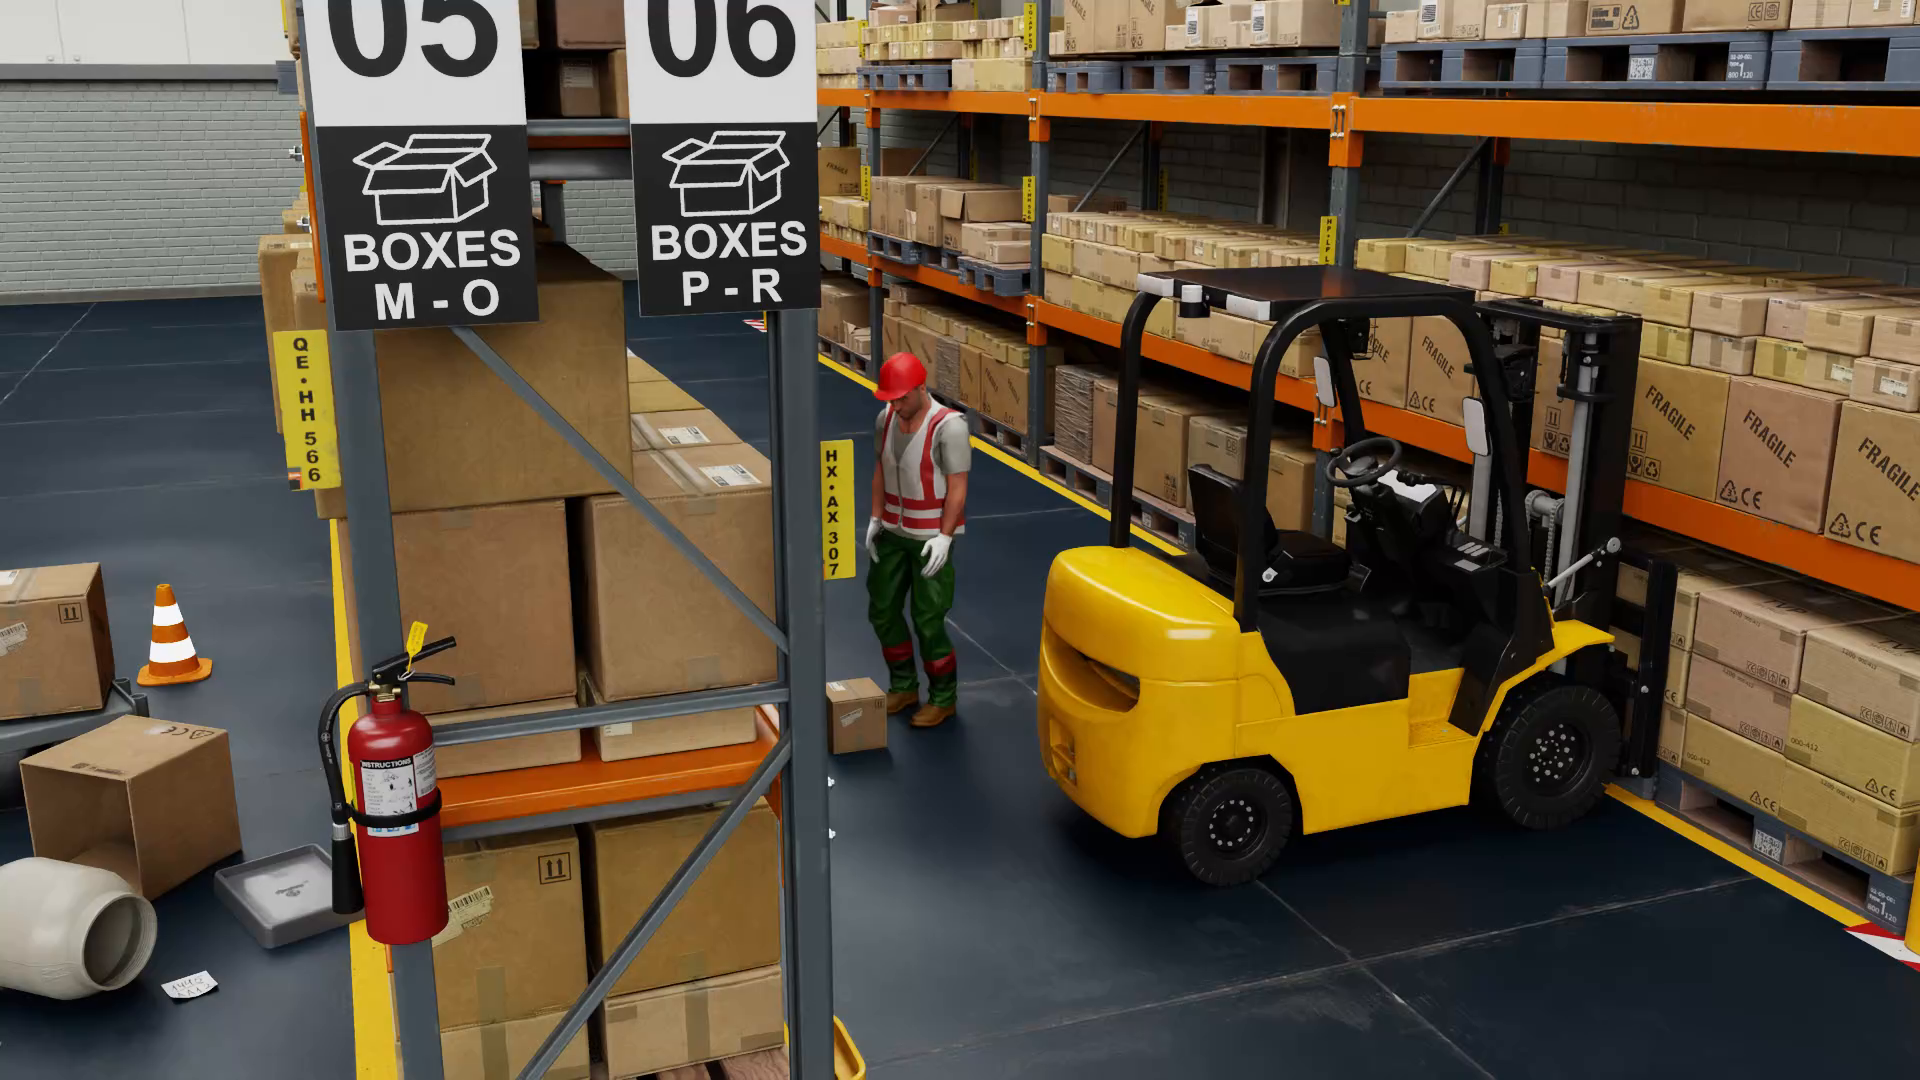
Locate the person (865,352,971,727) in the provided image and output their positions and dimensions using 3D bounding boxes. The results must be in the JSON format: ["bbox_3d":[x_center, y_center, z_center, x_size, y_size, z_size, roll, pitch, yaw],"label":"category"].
[{"bbox_3d":[-0.201,-0.005,7.603,0.544,1.734,0.459,13,20,40],"label":"person"}]
